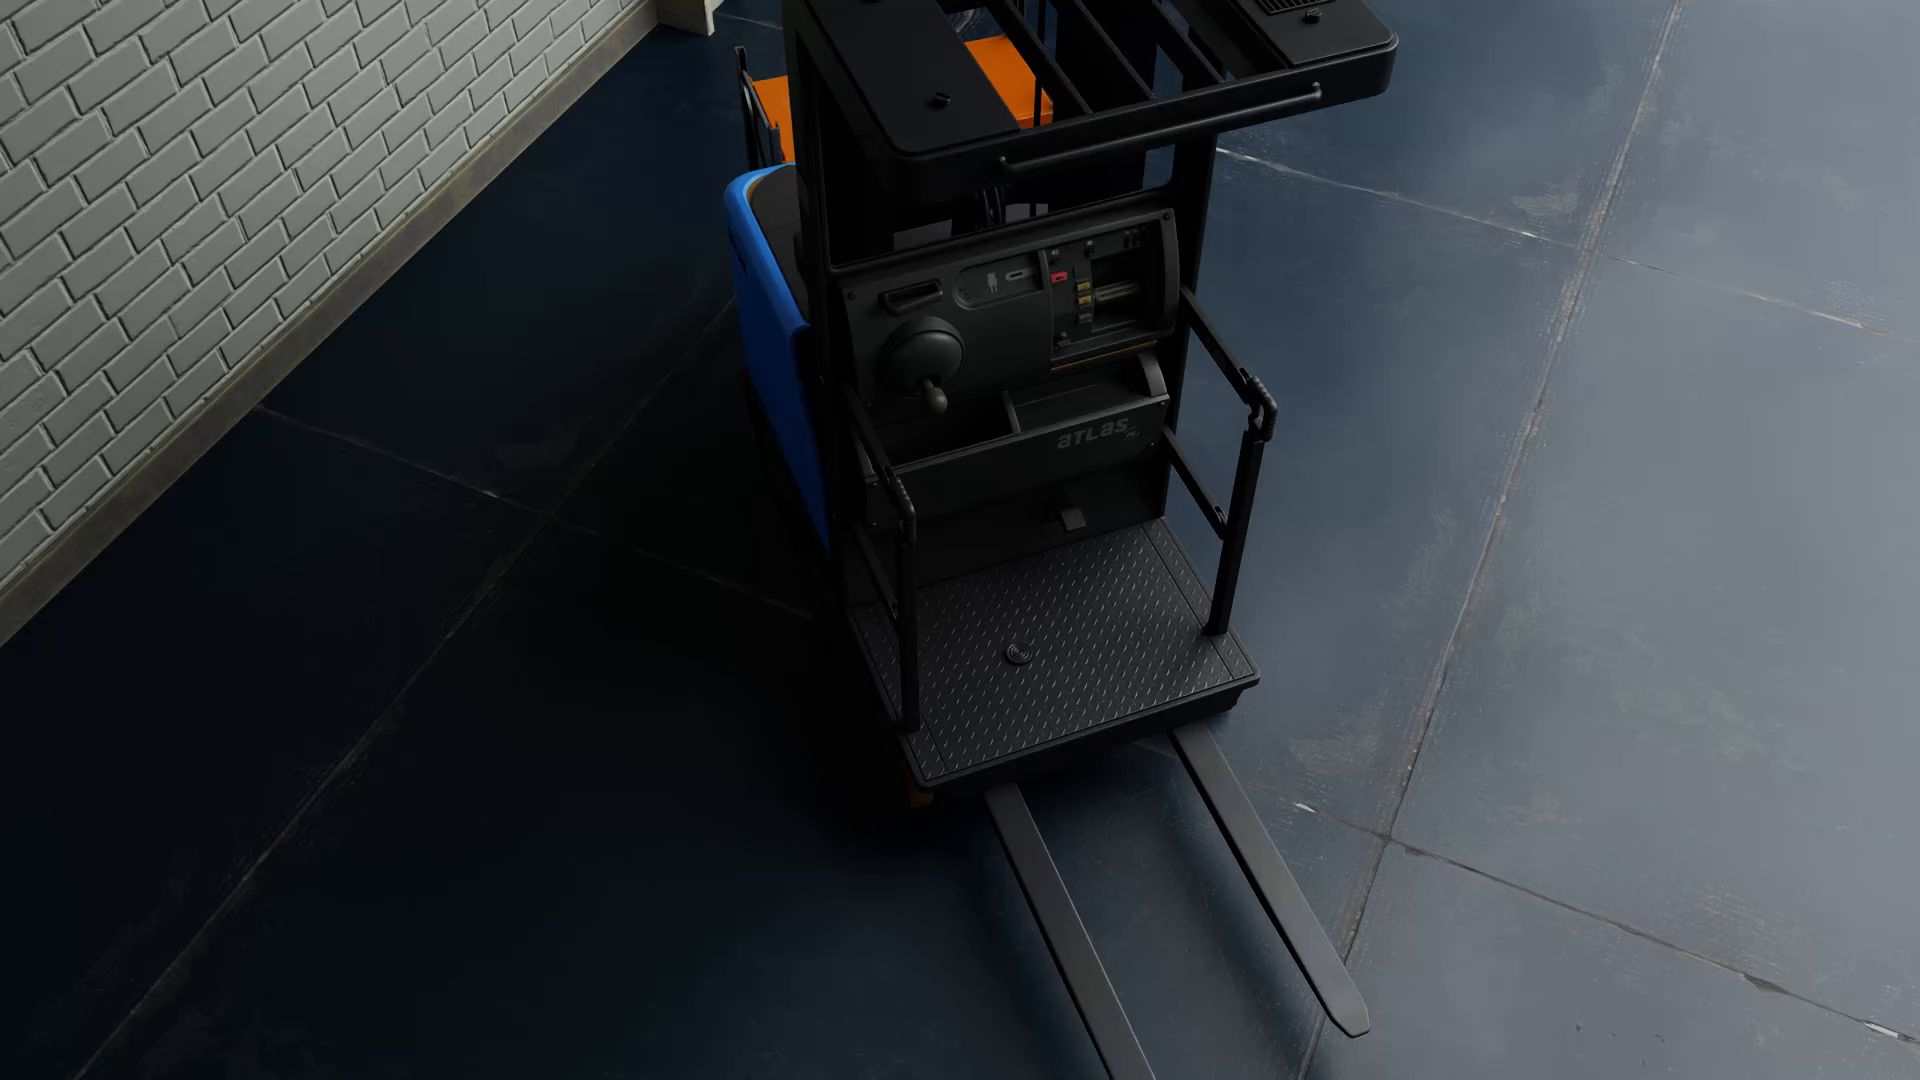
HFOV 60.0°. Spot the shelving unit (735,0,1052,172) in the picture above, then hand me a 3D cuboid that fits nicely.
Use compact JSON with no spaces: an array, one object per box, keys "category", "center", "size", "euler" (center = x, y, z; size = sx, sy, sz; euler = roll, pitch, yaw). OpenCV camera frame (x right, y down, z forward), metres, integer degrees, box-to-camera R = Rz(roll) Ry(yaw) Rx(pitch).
[{"category":"shelving unit","center":[-0.199,-1.275,6.096],"size":[1.048,1.125,0.538],"euler":[-14,51,-12]}]

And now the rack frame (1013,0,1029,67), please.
[{"category":"rack frame","center":[0.283,-1.399,6.201],"size":[0.032,1.125,0.500],"euler":[-14,51,-12]}]

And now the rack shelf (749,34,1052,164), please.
[{"category":"rack shelf","center":[-0.199,-1.465,5.873],"size":[1.000,0.278,0.538],"euler":[-14,51,-12]}]

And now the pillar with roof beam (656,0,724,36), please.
[{"category":"pillar with roof beam","center":[2.667,-4.049,3.286],"size":[9.100,9.000,0.400],"euler":[20,52,16]}]

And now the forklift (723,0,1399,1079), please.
[{"category":"forklift","center":[0.225,-0.503,4.254],"size":[1.130,2.935,3.031],"euler":[-16,52,-13]}]

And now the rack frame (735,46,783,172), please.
[{"category":"rack frame","center":[-0.681,-1.152,5.991],"size":[0.032,1.125,0.500],"euler":[-14,51,-12]}]
